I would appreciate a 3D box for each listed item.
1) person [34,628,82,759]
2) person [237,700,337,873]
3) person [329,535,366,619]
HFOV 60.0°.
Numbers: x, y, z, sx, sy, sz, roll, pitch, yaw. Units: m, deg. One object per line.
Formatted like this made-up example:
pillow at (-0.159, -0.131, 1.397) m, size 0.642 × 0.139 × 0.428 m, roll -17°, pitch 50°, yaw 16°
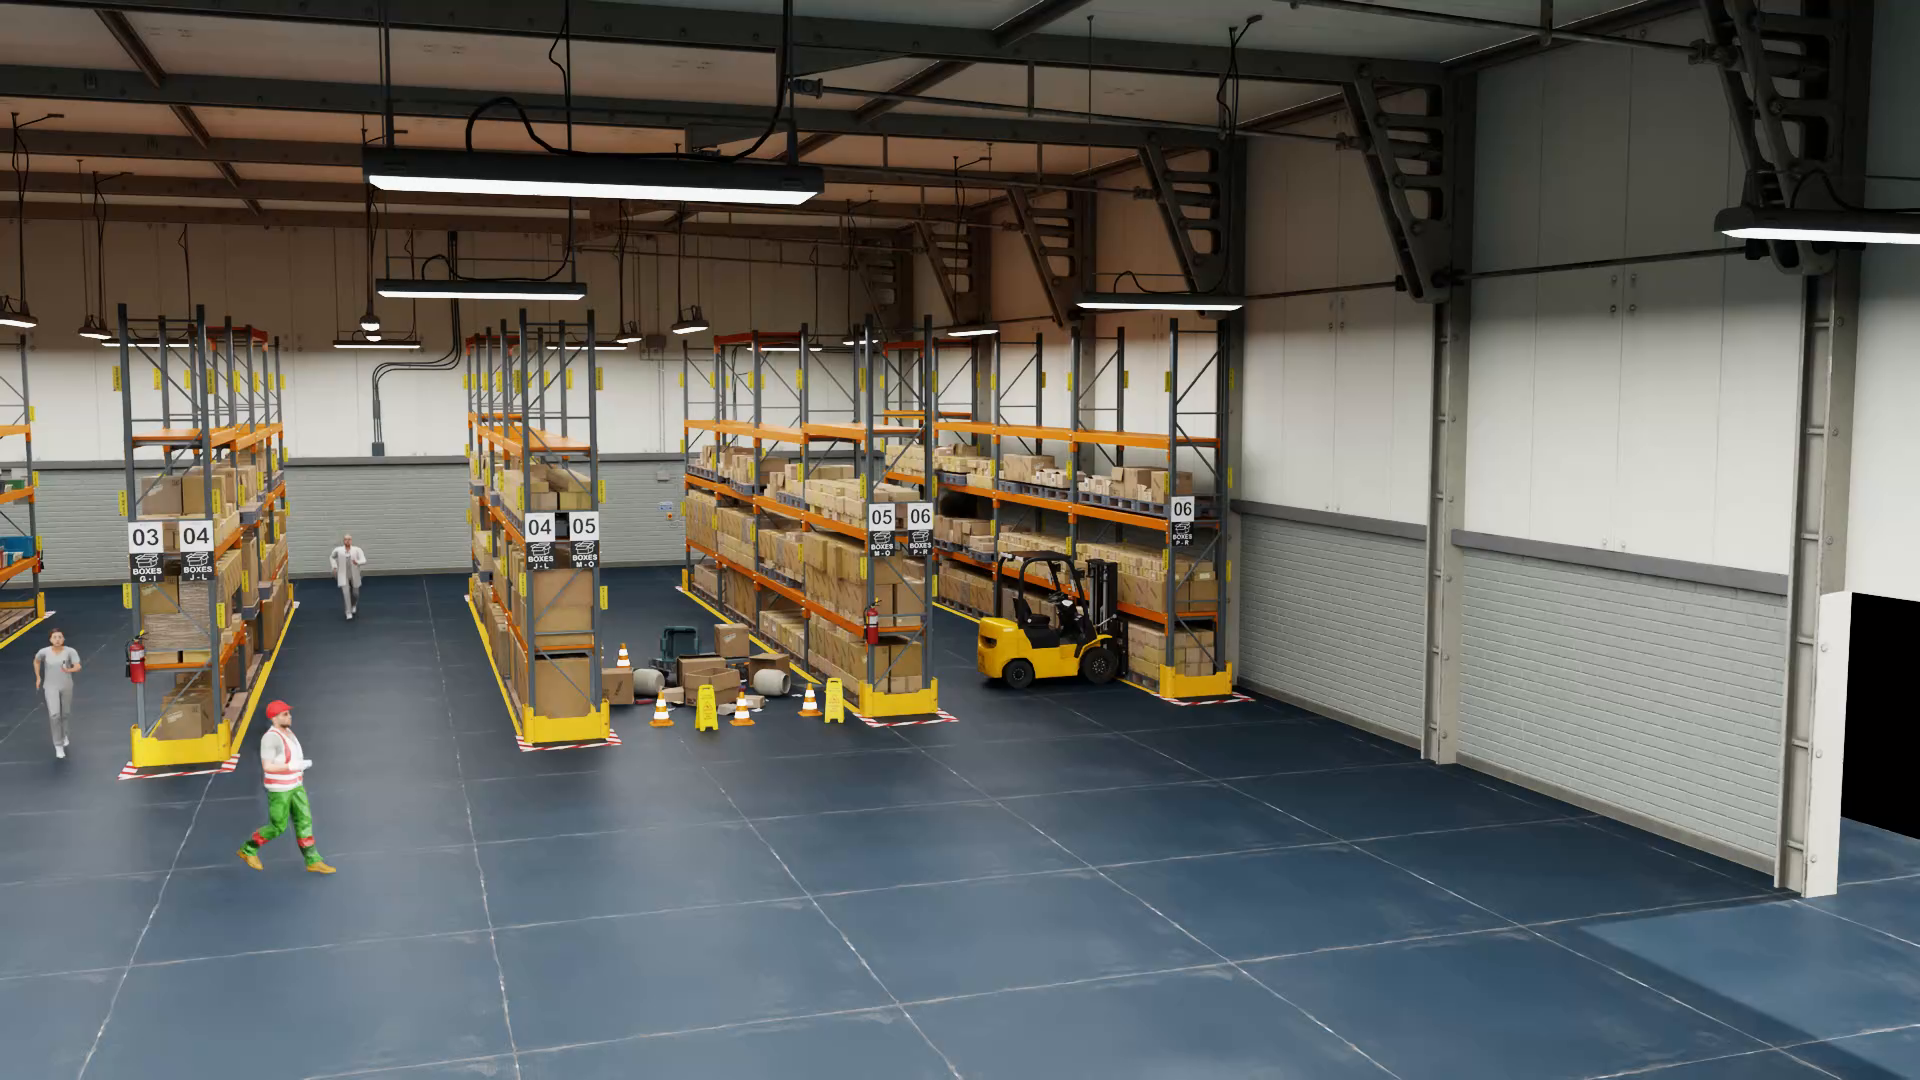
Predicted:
person at (-12.161, 2.032, 22.447) m, size 0.535 × 1.714 × 0.857 m, roll -4°, pitch 7°, yaw -34°
person at (-6.808, 2.494, 16.755) m, size 0.985 × 1.776 × 0.654 m, roll 0°, pitch 5°, yaw 4°
person at (-12.968, 0.764, 35.264) m, size 0.714 × 1.754 × 1.034 m, roll -2°, pitch 6°, yaw -24°
